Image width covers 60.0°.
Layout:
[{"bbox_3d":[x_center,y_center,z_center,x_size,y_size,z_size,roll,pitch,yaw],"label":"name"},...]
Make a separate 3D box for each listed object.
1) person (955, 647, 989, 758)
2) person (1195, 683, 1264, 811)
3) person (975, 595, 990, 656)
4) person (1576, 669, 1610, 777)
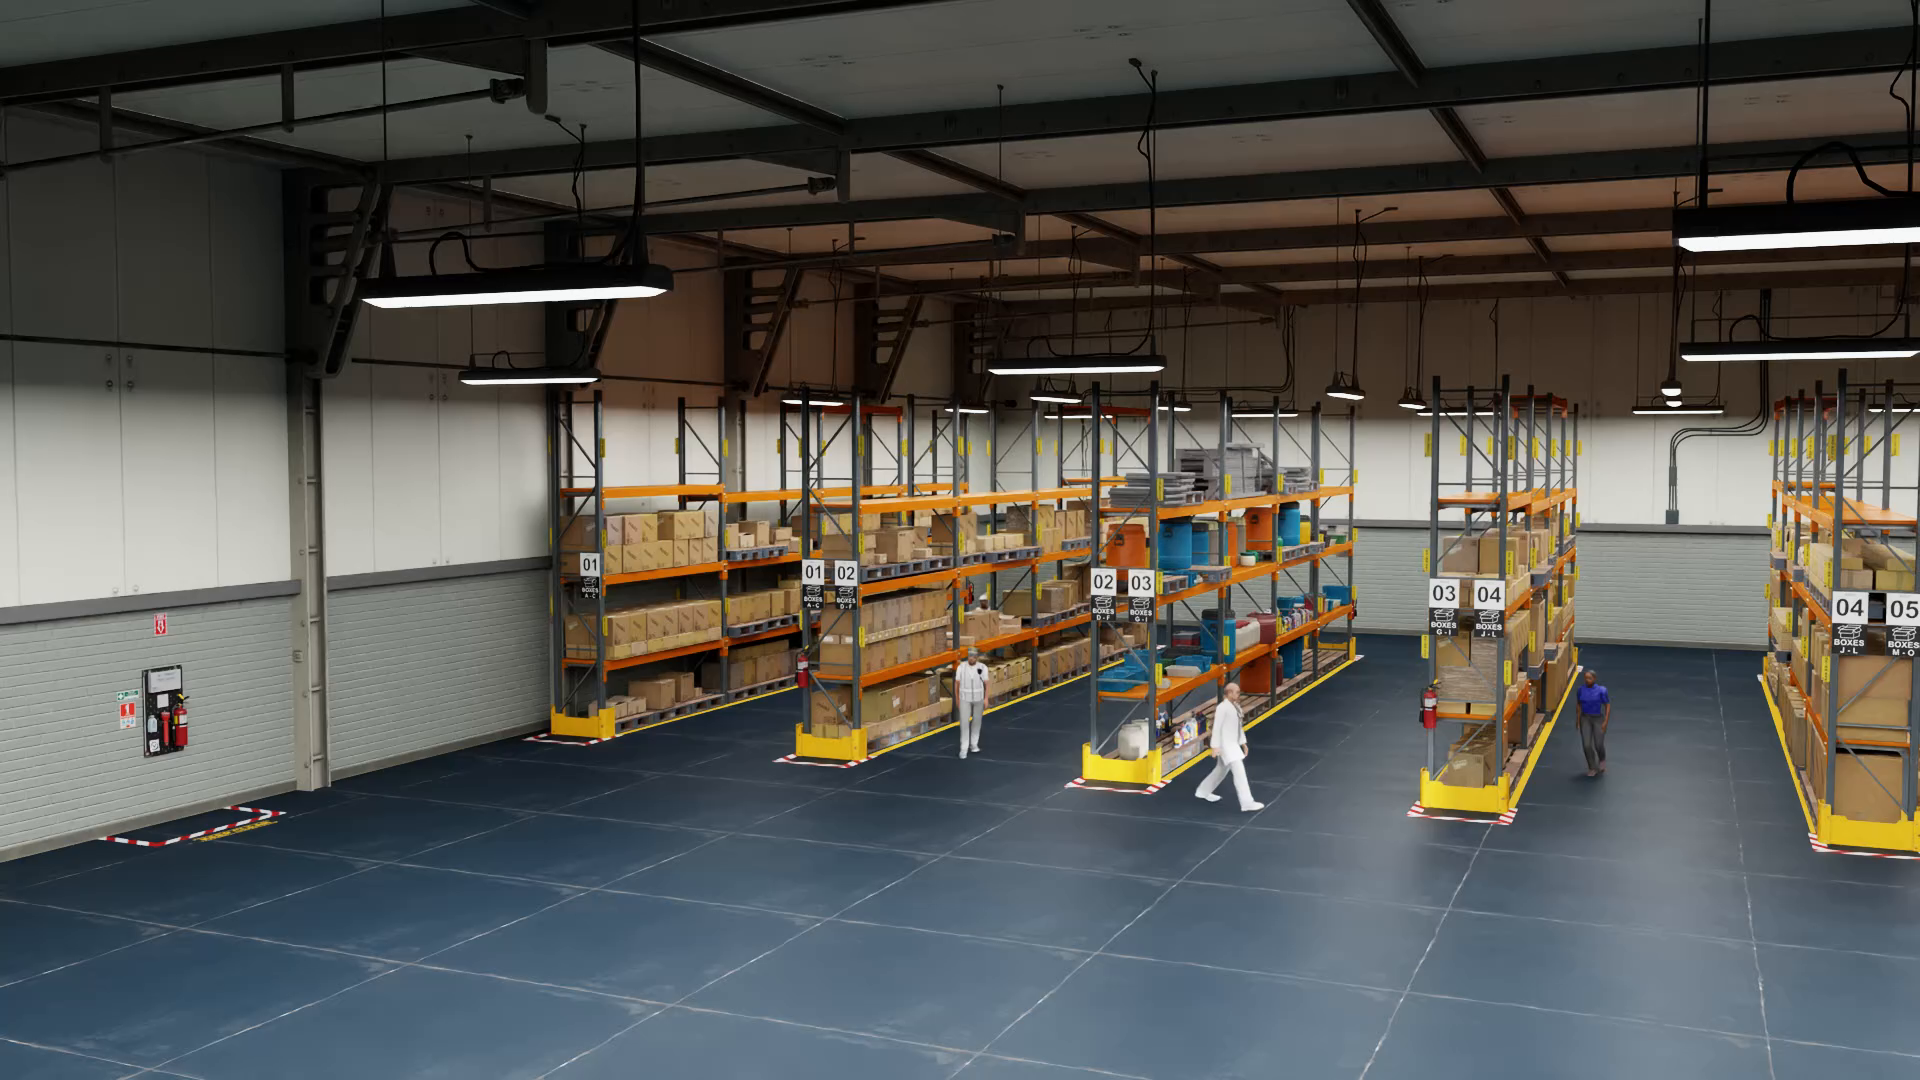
[{"bbox_3d":[0.204,2.623,27.153,0.551,1.767,0.732,0,3,-6],"label":"person"},{"bbox_3d":[3.716,2.859,23.218,0.992,1.718,0.633,2,4,26],"label":"person"},{"bbox_3d":[0.497,2.077,36.850,0.578,1.720,1.043,2,4,27],"label":"person"},{"bbox_3d":[9.732,2.784,25.511,0.507,1.636,0.578,2,4,36],"label":"person"}]
